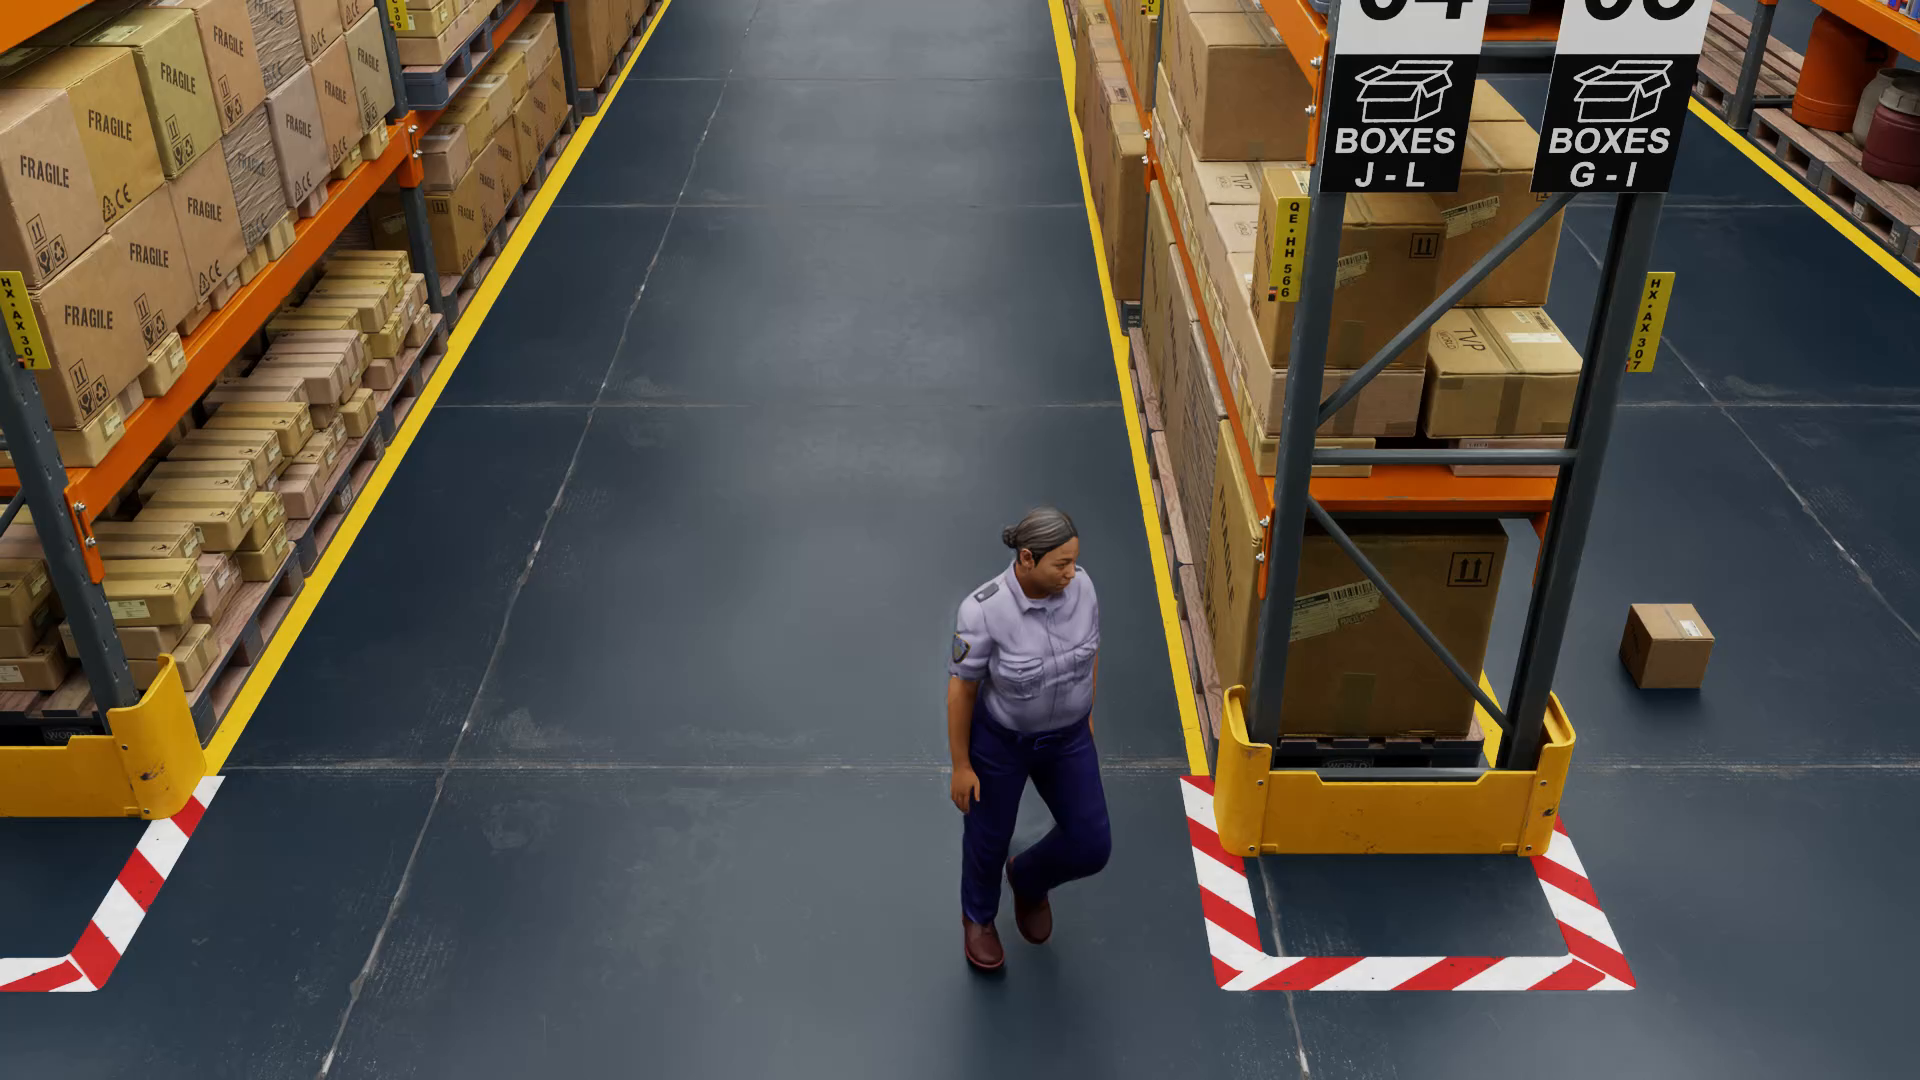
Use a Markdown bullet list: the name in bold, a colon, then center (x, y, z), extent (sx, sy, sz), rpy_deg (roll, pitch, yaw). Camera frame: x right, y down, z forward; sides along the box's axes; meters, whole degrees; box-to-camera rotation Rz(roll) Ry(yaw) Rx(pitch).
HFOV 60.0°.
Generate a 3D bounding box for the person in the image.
- **person**: center (0.210, 0.644, 5.074), extent (0.536, 1.643, 0.455), rpy_deg (-11, 33, -18)
